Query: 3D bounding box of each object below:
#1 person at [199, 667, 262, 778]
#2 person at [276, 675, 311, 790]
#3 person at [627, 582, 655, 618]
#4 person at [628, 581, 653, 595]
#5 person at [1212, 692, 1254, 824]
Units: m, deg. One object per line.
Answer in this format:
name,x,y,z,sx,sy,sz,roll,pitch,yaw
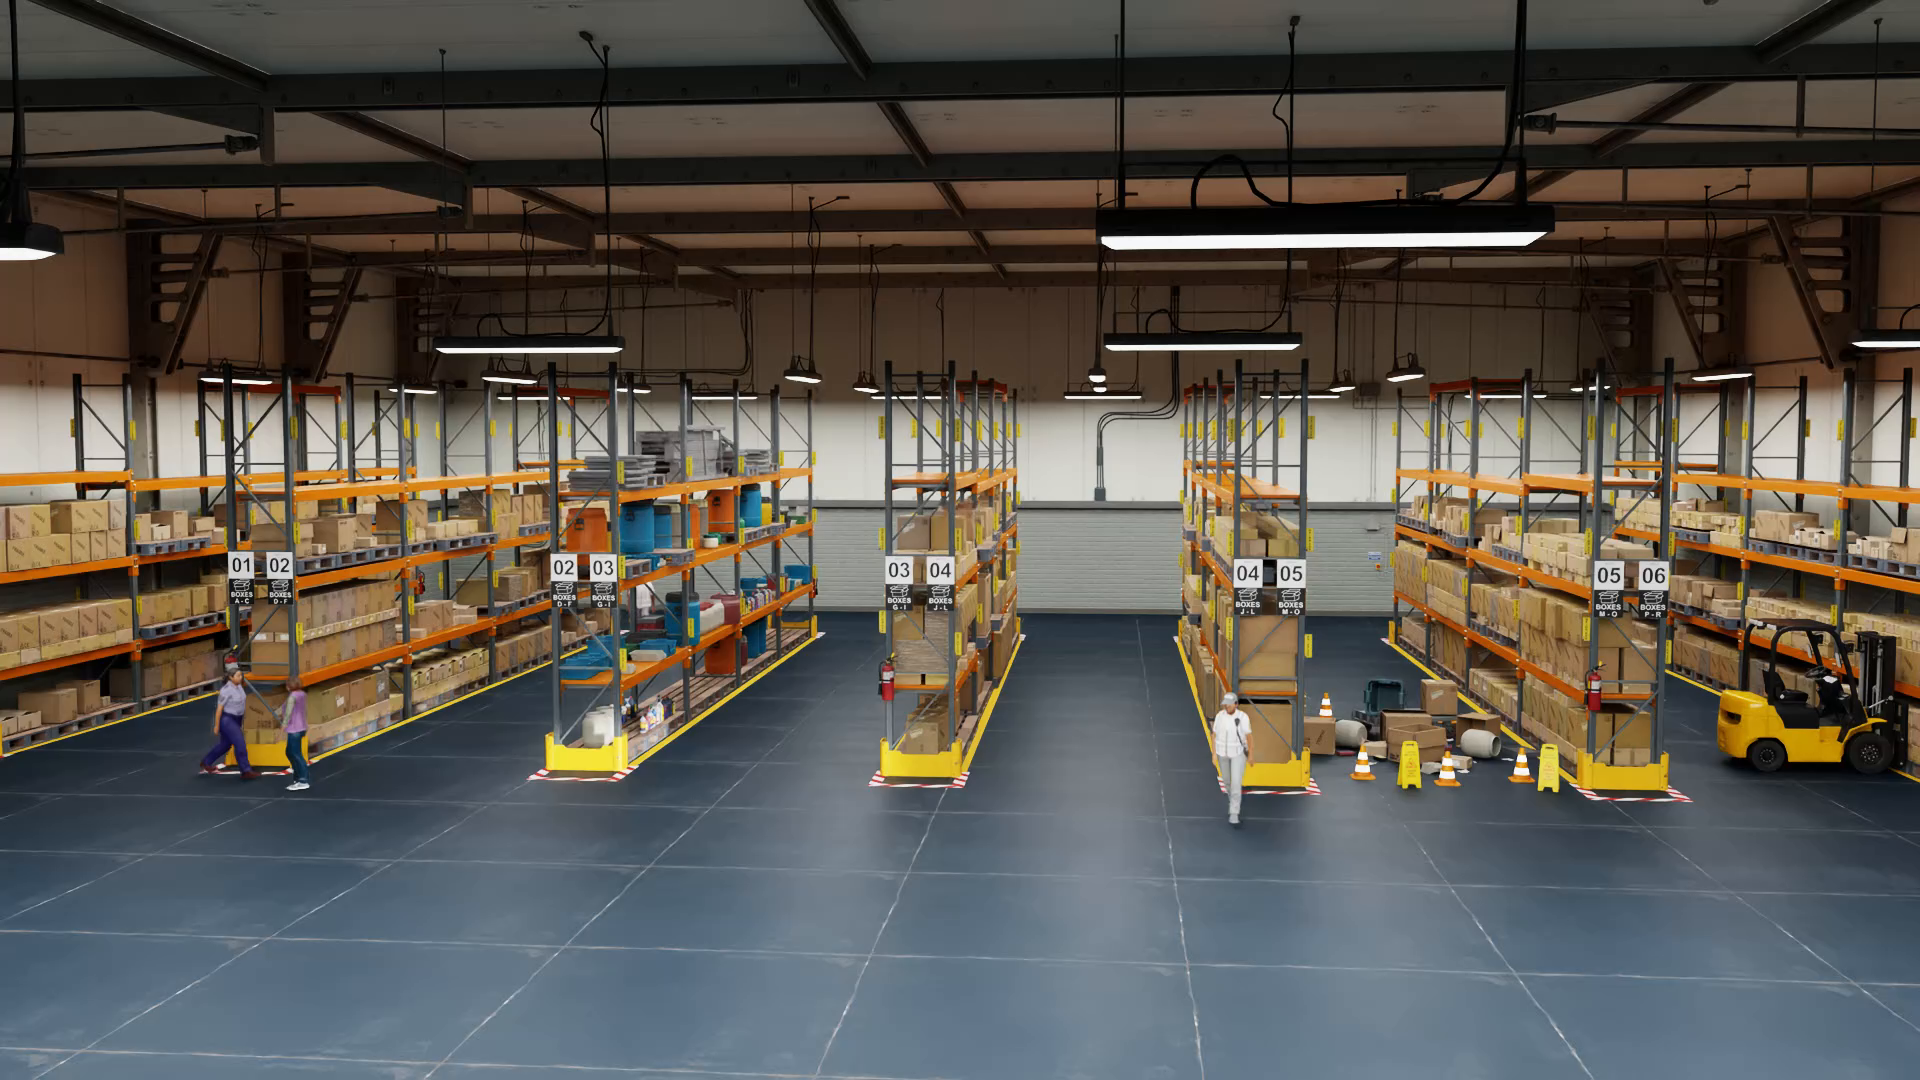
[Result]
person,-10.539,2.657,23.969,1.051,1.513,0.492,0,4,6
person,-9.244,2.712,23.132,0.384,1.653,0.470,0,4,0
person,-7.516,1.566,39.153,0.584,1.714,1.093,0,4,2
person,-8.211,1.325,42.725,0.610,1.758,0.936,-2,4,-27
person,3.466,2.768,21.303,0.552,1.620,0.927,2,4,32
